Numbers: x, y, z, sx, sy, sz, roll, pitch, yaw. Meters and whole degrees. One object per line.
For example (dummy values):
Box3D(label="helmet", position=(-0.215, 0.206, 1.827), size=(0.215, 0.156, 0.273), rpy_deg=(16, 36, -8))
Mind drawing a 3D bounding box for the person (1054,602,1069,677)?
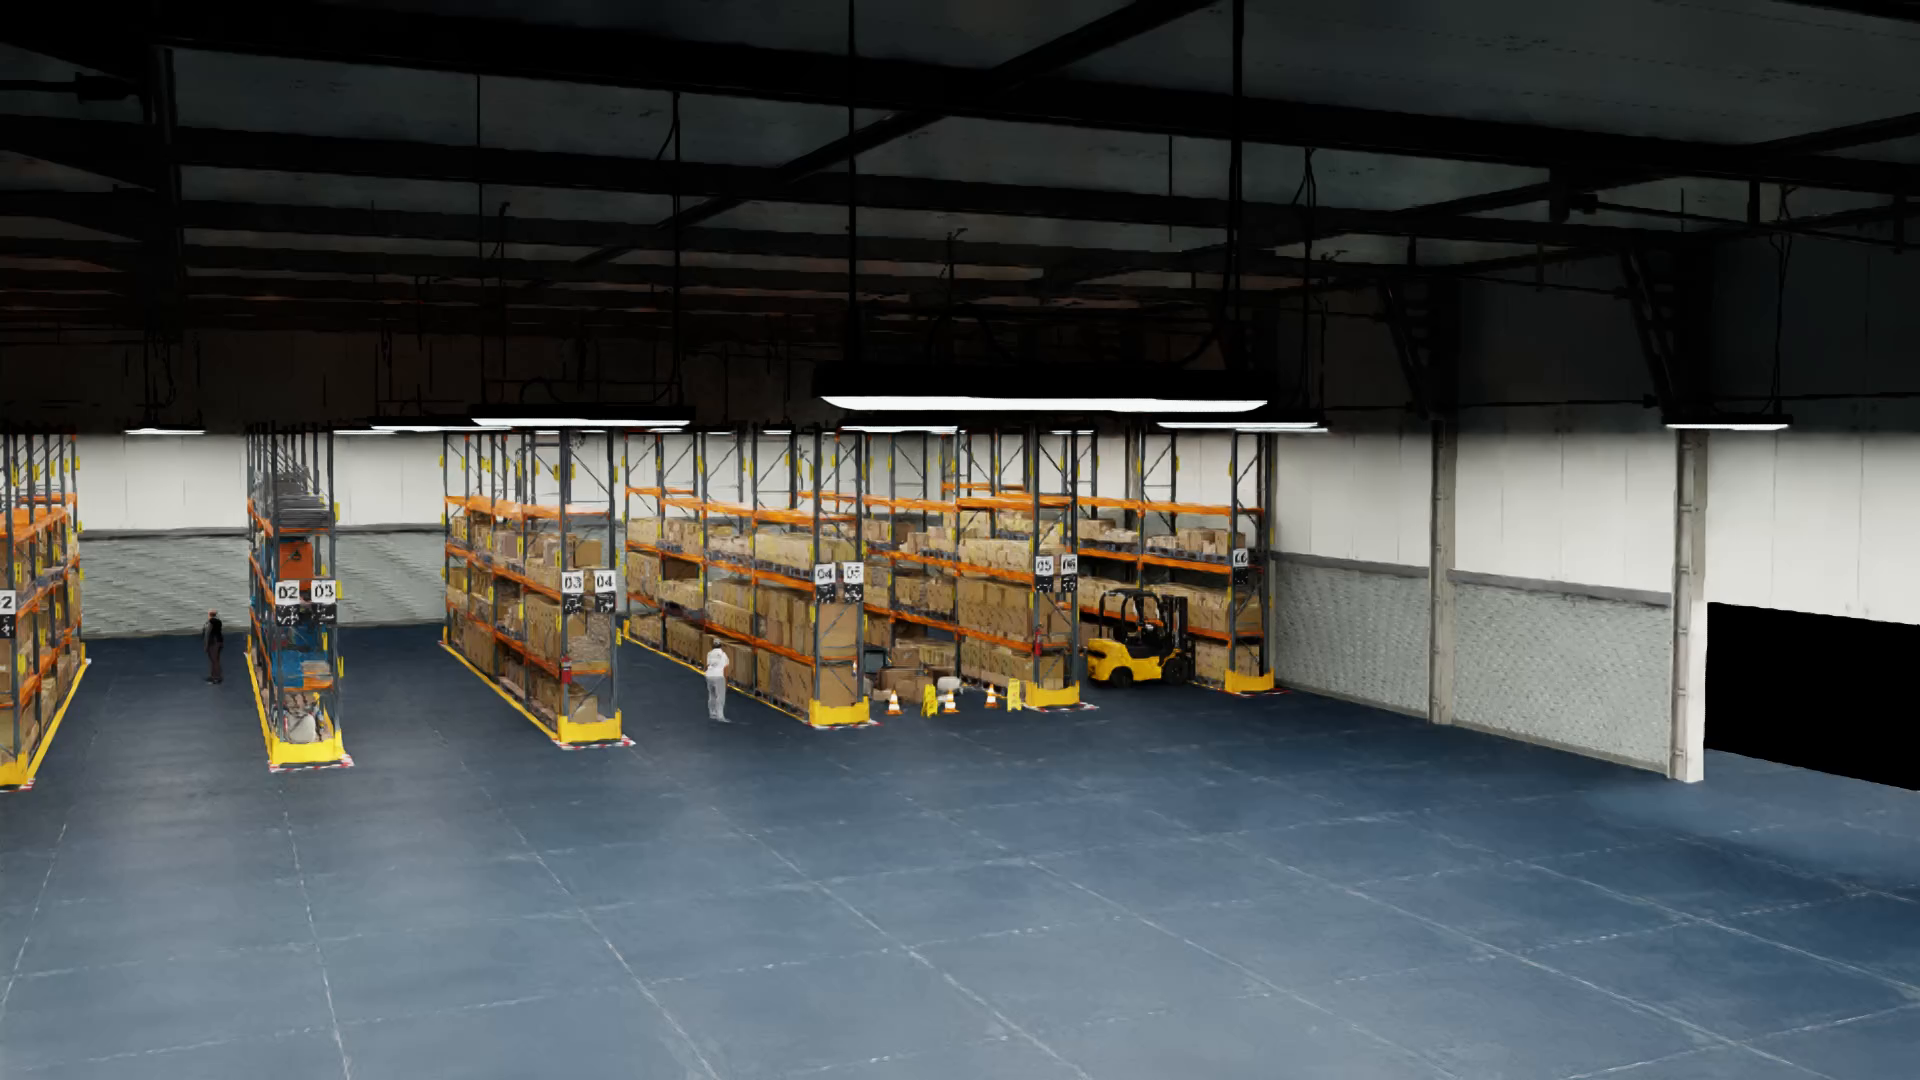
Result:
Box3D(label="person", position=(2.310, 2.354, 39.411), size=(0.557, 1.781, 0.631), rpy_deg=(0, 4, 5))

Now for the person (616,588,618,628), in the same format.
Box3D(label="person", position=(-10.338, 1.823, 48.724), size=(0.586, 1.710, 0.967), rpy_deg=(0, 4, -1))

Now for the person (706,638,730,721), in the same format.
Box3D(label="person", position=(-4.857, 2.793, 33.405), size=(0.533, 1.671, 0.449), rpy_deg=(2, 4, 35))

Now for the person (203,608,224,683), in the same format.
Box3D(label="person", position=(-17.339, 2.445, 38.557), size=(0.570, 1.707, 0.627), rpy_deg=(0, 4, 4))
